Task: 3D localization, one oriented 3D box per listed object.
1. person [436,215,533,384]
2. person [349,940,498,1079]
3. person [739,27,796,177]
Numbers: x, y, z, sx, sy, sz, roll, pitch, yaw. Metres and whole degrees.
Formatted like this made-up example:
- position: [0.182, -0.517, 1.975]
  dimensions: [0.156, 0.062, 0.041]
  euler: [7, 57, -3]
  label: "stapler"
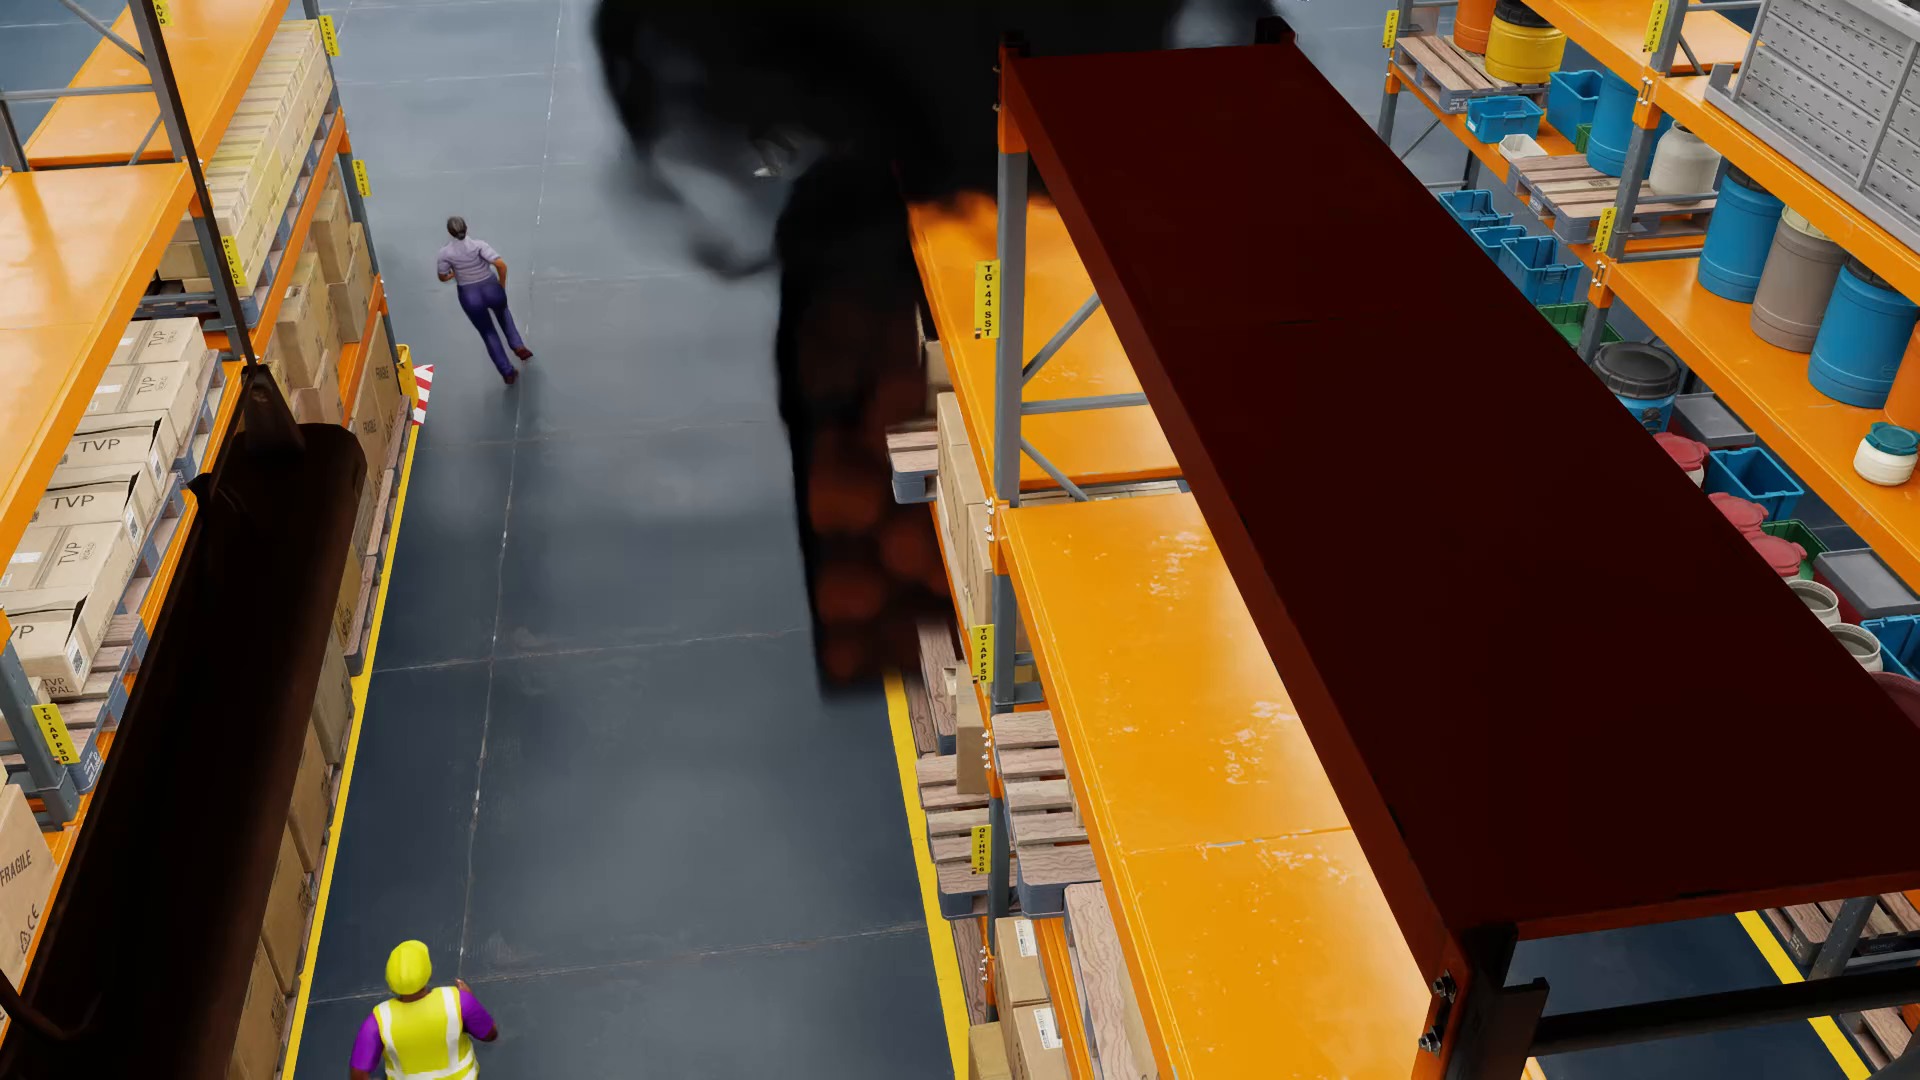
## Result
- position: [-4.329, -2.207, 15.118]
  dimensions: [0.713, 1.602, 0.678]
  euler: [-14, 39, -19]
  label: "person"
- position: [-2.581, 2.715, 8.253]
  dimensions: [0.640, 1.796, 0.890]
  euler: [-5, 37, -6]
  label: "person"
- position: [-2.175, -4.915, 18.693]
  dimensions: [0.553, 1.732, 0.688]
  euler: [19, 40, 24]
  label: "person"
